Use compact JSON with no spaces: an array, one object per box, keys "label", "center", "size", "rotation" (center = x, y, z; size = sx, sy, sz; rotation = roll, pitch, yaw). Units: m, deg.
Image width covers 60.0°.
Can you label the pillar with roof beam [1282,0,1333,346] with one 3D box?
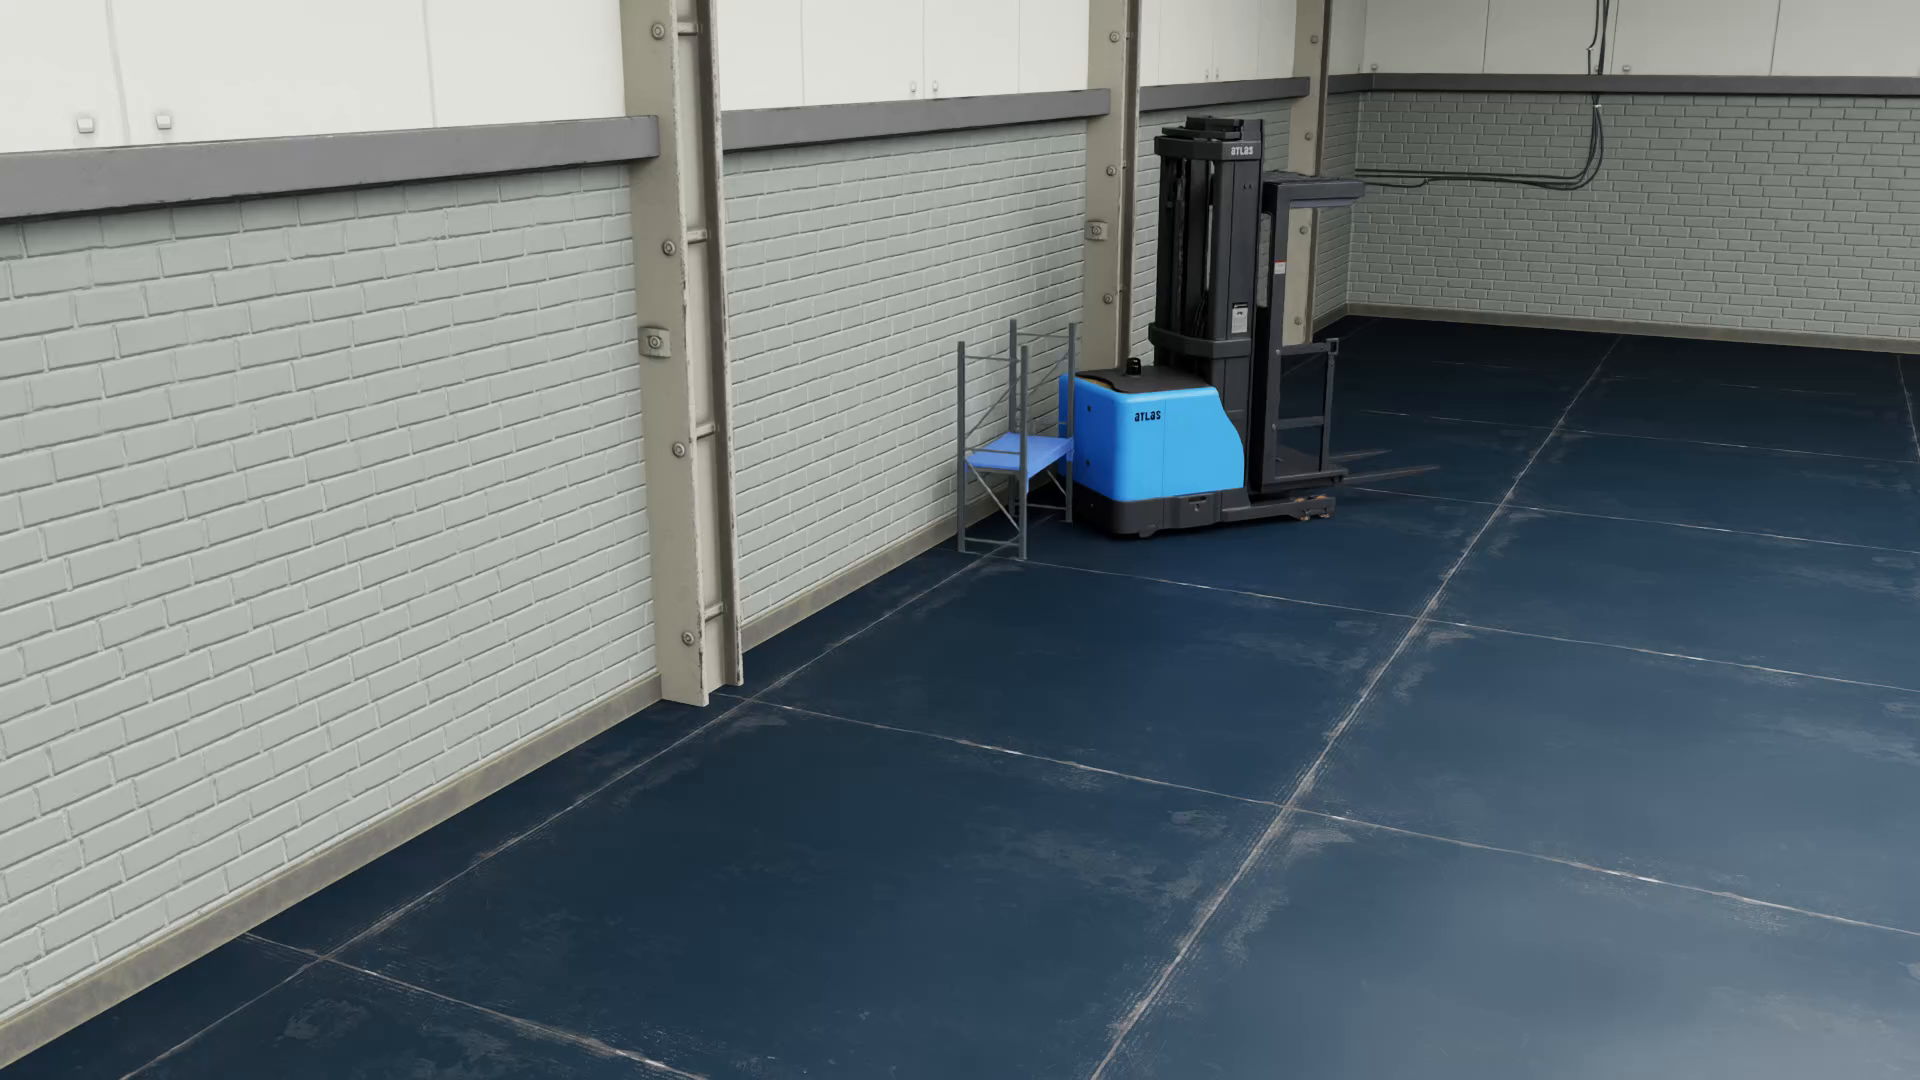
[{"label":"pillar with roof beam","center":[7.777,-5.990,16.388],"size":[9.100,9.000,0.400],"rotation":[8,18,25]}]

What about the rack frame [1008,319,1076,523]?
[{"label":"rack frame","center":[0.603,-0.875,12.336],"size":[0.500,1.500,0.032],"rotation":[7,18,21]}]

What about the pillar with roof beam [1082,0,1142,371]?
[{"label":"pillar with roof beam","center":[5.096,-4.462,11.243],"size":[9.100,9.000,0.400],"rotation":[8,18,25]}]

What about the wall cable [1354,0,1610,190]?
[{"label":"wall cable","center":[6.425,-5.632,20.634],"size":[3.097,2.526,0.112],"rotation":[8,18,25]}]

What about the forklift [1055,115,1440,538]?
[{"label":"forklift","center":[2.290,-1.680,12.532],"size":[3.031,2.935,1.130],"rotation":[-7,18,-23]}]

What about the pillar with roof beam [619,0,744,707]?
[{"label":"pillar with roof beam","center":[2.415,-2.934,6.097],"size":[9.100,9.000,0.400],"rotation":[8,18,25]}]

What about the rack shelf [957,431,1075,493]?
[{"label":"rack shelf","center":[0.413,-0.568,11.936],"size":[0.538,0.185,1.000],"rotation":[7,18,21]}]

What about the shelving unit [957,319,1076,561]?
[{"label":"shelving unit","center":[0.413,-0.741,11.884],"size":[0.538,1.500,1.048],"rotation":[7,18,21]}]

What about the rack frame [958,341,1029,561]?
[{"label":"rack frame","center":[0.222,-0.607,11.433],"size":[0.500,1.500,0.032],"rotation":[7,18,21]}]
